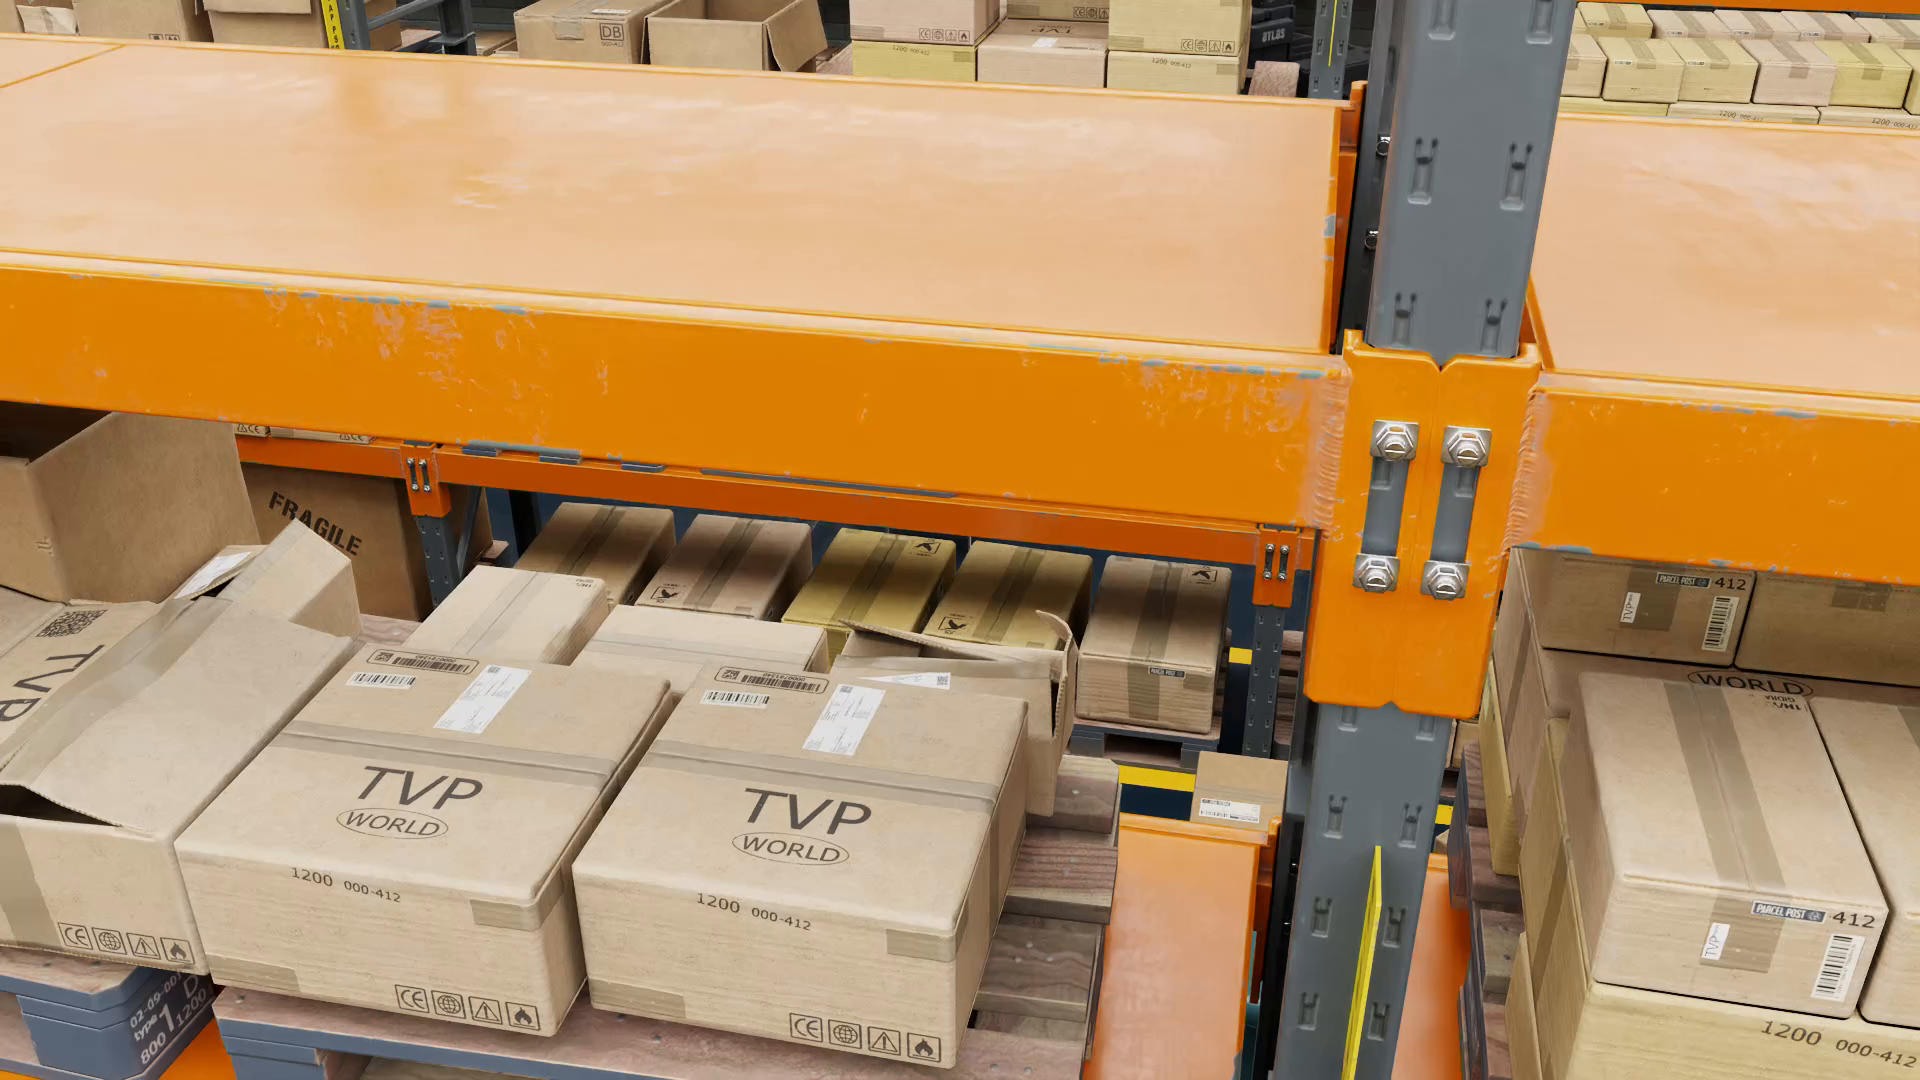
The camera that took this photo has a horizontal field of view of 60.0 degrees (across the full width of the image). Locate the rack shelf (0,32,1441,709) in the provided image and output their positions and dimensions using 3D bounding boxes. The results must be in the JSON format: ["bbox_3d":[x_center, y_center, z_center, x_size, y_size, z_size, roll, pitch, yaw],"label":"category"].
[{"bbox_3d":[-1.429,-0.437,2.343,4.000,0.370,1.077,6,29,11],"label":"rack shelf"}]

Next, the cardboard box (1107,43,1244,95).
[{"bbox_3d":[0.861,-1.855,6.611,0.500,0.250,0.500,5,29,10],"label":"cardboard box"}]

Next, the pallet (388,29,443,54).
[{"bbox_3d":[-3.090,-2.104,7.543,1.003,0.211,1.213,7,30,13],"label":"pallet"}]

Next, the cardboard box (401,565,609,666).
[{"bbox_3d":[-0.789,0.208,2.843,0.250,0.149,0.380,6,29,11],"label":"cardboard box"}]

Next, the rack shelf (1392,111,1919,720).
[{"bbox_3d":[2.483,-0.036,1.610,4.000,0.370,1.077,6,29,11],"label":"rack shelf"}]

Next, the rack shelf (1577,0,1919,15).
[{"bbox_3d":[4.451,-3.562,10.758,4.000,0.370,1.077,6,29,11],"label":"rack shelf"}]

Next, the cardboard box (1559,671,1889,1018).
[{"bbox_3d":[0.812,0.317,1.814,0.250,0.149,0.380,6,29,11],"label":"cardboard box"}]

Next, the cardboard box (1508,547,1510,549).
[{"bbox_3d":[2.227,-0.125,7.116,0.250,0.149,0.380,6,29,10],"label":"cardboard box"}]

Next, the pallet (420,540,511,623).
[{"bbox_3d":[-3.205,0.277,9.024,1.213,0.211,1.003,6,29,11],"label":"pallet"}]

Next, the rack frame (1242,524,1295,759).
[{"bbox_3d":[1.462,-0.431,7.413,0.127,3.000,1.000,6,29,11],"label":"rack frame"}]

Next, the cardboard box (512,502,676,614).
[{"bbox_3d":[-1.899,0.198,8.564,0.625,0.372,0.950,4,29,7],"label":"cardboard box"}]

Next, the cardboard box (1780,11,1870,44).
[{"bbox_3d":[3.354,-1.946,6.489,0.250,0.149,0.380,6,29,11],"label":"cardboard box"}]

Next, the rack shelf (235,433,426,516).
[{"bbox_3d":[-4.406,-0.717,8.685,4.000,0.370,1.077,6,29,11],"label":"rack shelf"}]

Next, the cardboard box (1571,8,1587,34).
[{"bbox_3d":[2.324,-1.999,6.584,0.250,0.149,0.380,7,29,12],"label":"cardboard box"}]

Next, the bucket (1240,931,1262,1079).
[{"bbox_3d":[1.142,1.604,5.522,0.620,0.611,0.726,7,28,33],"label":"bucket"}]

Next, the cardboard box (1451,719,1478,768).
[{"bbox_3d":[2.507,0.825,7.545,0.500,0.250,0.500,8,30,13],"label":"cardboard box"}]

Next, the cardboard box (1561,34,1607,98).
[{"bbox_3d":[2.219,-1.758,6.145,0.250,0.149,0.380,5,29,9],"label":"cardboard box"}]

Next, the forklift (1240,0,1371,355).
[{"bbox_3d":[1.885,-2.012,10.372,3.031,2.935,1.130,-21,35,-33],"label":"forklift"}]

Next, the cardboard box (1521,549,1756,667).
[{"bbox_3d":[0.952,0.008,2.378,0.250,0.149,0.380,6,29,10],"label":"cardboard box"}]

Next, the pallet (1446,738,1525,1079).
[{"bbox_3d":[1.325,0.714,2.290,1.213,0.211,1.003,6,29,11],"label":"pallet"}]

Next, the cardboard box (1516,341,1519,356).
[{"bbox_3d":[2.342,-0.836,6.699,0.500,0.500,0.700,6,29,11],"label":"cardboard box"}]

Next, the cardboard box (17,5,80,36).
[{"bbox_3d":[-3.870,-2.247,7.309,0.258,0.266,0.396,5,29,9],"label":"cardboard box"}]

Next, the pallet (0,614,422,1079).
[{"bbox_3d":[-1.649,0.421,2.931,1.213,0.211,1.003,7,30,13],"label":"pallet"}]

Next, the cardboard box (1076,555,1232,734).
[{"bbox_3d":[0.949,0.486,8.037,0.625,0.372,0.950,6,29,11],"label":"cardboard box"}]

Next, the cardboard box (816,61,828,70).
[{"bbox_3d":[-0.905,-3.295,11.866,0.250,0.149,0.380,6,29,12],"label":"cardboard box"}]

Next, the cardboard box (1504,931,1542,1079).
[{"bbox_3d":[0.812,0.667,2.005,0.250,0.149,0.380,5,29,10],"label":"cardboard box"}]

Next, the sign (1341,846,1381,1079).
[{"bbox_3d":[0.424,0.479,1.761,0.005,0.325,0.100,6,29,11],"label":"sign"}]

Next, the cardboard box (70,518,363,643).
[{"bbox_3d":[-1.258,0.132,2.860,0.258,0.266,0.396,6,29,11],"label":"cardboard box"}]

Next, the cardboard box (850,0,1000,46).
[{"bbox_3d":[-0.134,-2.174,6.673,0.500,0.250,0.500,6,29,11],"label":"cardboard box"}]

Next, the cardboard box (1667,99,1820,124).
[{"bbox_3d":[2.829,-1.535,6.152,0.500,0.250,0.500,6,29,11],"label":"cardboard box"}]

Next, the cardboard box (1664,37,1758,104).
[{"bbox_3d":[2.723,-1.718,6.072,0.250,0.149,0.380,5,29,9],"label":"cardboard box"}]

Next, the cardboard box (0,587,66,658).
[{"bbox_3d":[-1.730,0.276,2.550,0.500,0.311,0.500,5,29,10],"label":"cardboard box"}]

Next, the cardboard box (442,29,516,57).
[{"bbox_3d":[-3.628,-3.508,12.493,0.500,0.500,0.700,6,29,10],"label":"cardboard box"}]

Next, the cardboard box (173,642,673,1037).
[{"bbox_3d":[-0.726,0.406,2.377,0.500,0.250,0.500,6,29,10],"label":"cardboard box"}]

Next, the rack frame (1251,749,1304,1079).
[{"bbox_3d":[0.527,1.904,3.148,0.127,3.000,1.000,6,29,11],"label":"rack frame"}]

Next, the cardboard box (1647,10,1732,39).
[{"bbox_3d":[2.840,-1.960,6.513,0.250,0.149,0.380,5,29,10],"label":"cardboard box"}]

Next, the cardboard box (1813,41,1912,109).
[{"bbox_3d":[3.240,-1.684,6.010,0.250,0.149,0.380,6,29,12],"label":"cardboard box"}]

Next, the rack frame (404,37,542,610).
[{"bbox_3d":[-2.450,-0.832,8.146,0.127,3.000,1.000,6,29,11],"label":"rack frame"}]

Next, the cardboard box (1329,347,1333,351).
[{"bbox_3d":[2.899,-1.536,11.858,0.500,0.250,0.500,6,29,11],"label":"cardboard box"}]

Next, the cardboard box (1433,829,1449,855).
[{"bbox_3d":[2.226,1.411,6.649,0.500,0.500,0.500,-21,35,-33],"label":"cardboard box"}]

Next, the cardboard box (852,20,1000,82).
[{"bbox_3d":[-0.132,-1.960,6.802,0.500,0.250,0.500,6,29,11],"label":"cardboard box"}]

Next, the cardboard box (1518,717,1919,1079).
[{"bbox_3d":[0.947,0.476,1.938,0.500,0.250,0.500,6,29,11],"label":"cardboard box"}]

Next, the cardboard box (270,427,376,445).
[{"bbox_3d":[-2.998,-0.695,8.052,0.500,0.250,0.500,5,29,9],"label":"cardboard box"}]

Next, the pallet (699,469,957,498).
[{"bbox_3d":[-0.505,-0.568,7.864,1.213,0.211,1.003,6,29,11],"label":"pallet"}]

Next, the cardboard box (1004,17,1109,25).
[{"bbox_3d":[0.478,-2.162,7.171,0.500,0.250,0.500,5,29,10],"label":"cardboard box"}]

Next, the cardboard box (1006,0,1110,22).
[{"bbox_3d":[0.485,-2.376,7.041,0.500,0.250,0.500,5,29,9],"label":"cardboard box"}]

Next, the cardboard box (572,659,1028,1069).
[{"bbox_3d":[-0.197,0.430,2.331,0.500,0.250,0.500,6,29,11],"label":"cardboard box"}]

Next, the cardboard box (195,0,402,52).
[{"bbox_3d":[-2.850,-2.344,7.239,0.637,0.503,0.797,4,29,7],"label":"cardboard box"}]

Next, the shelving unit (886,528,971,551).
[{"bbox_3d":[-0.162,-0.543,9.492,0.503,1.200,0.258,6,29,11],"label":"shelving unit"}]

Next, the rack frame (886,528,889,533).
[{"bbox_3d":[-0.401,-0.567,9.537,0.015,1.200,0.240,6,29,11],"label":"rack frame"}]

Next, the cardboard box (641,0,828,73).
[{"bbox_3d":[-0.952,-2.053,7.146,0.637,0.503,0.797,6,29,11],"label":"cardboard box"}]

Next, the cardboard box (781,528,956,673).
[{"bbox_3d":[-0.435,0.347,8.292,0.625,0.372,0.950,7,29,12],"label":"cardboard box"}]

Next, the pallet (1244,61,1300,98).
[{"bbox_3d":[0.881,-1.776,6.942,1.003,0.211,1.213,6,29,11],"label":"pallet"}]

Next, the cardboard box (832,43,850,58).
[{"bbox_3d":[-0.777,-3.580,12.386,0.250,0.149,0.380,7,29,12],"label":"cardboard box"}]
